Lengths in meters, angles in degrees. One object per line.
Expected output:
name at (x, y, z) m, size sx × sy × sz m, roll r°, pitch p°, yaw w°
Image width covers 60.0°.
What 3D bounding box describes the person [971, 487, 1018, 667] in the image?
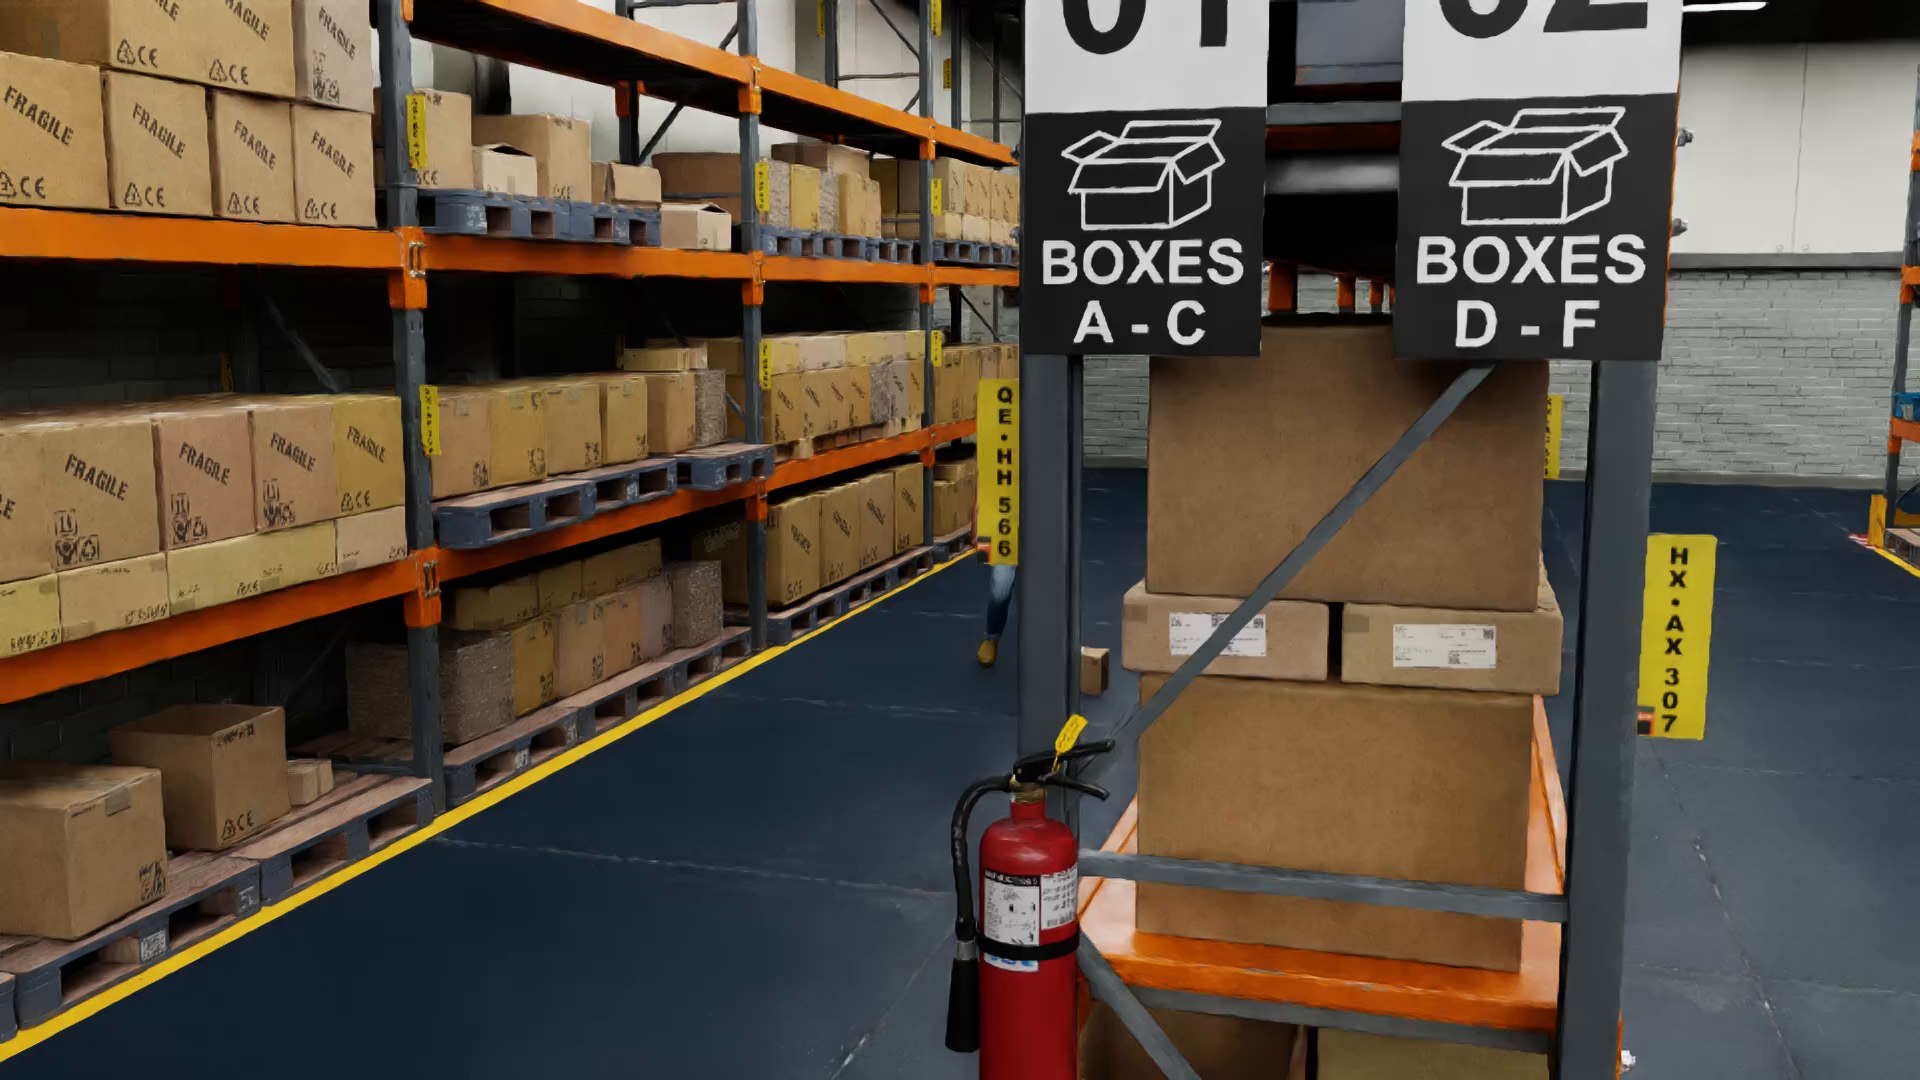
person at (0.438, 0.029, 11.174) m, size 0.749 × 1.732 × 0.523 m, roll 1°, pitch 8°, yaw 5°
